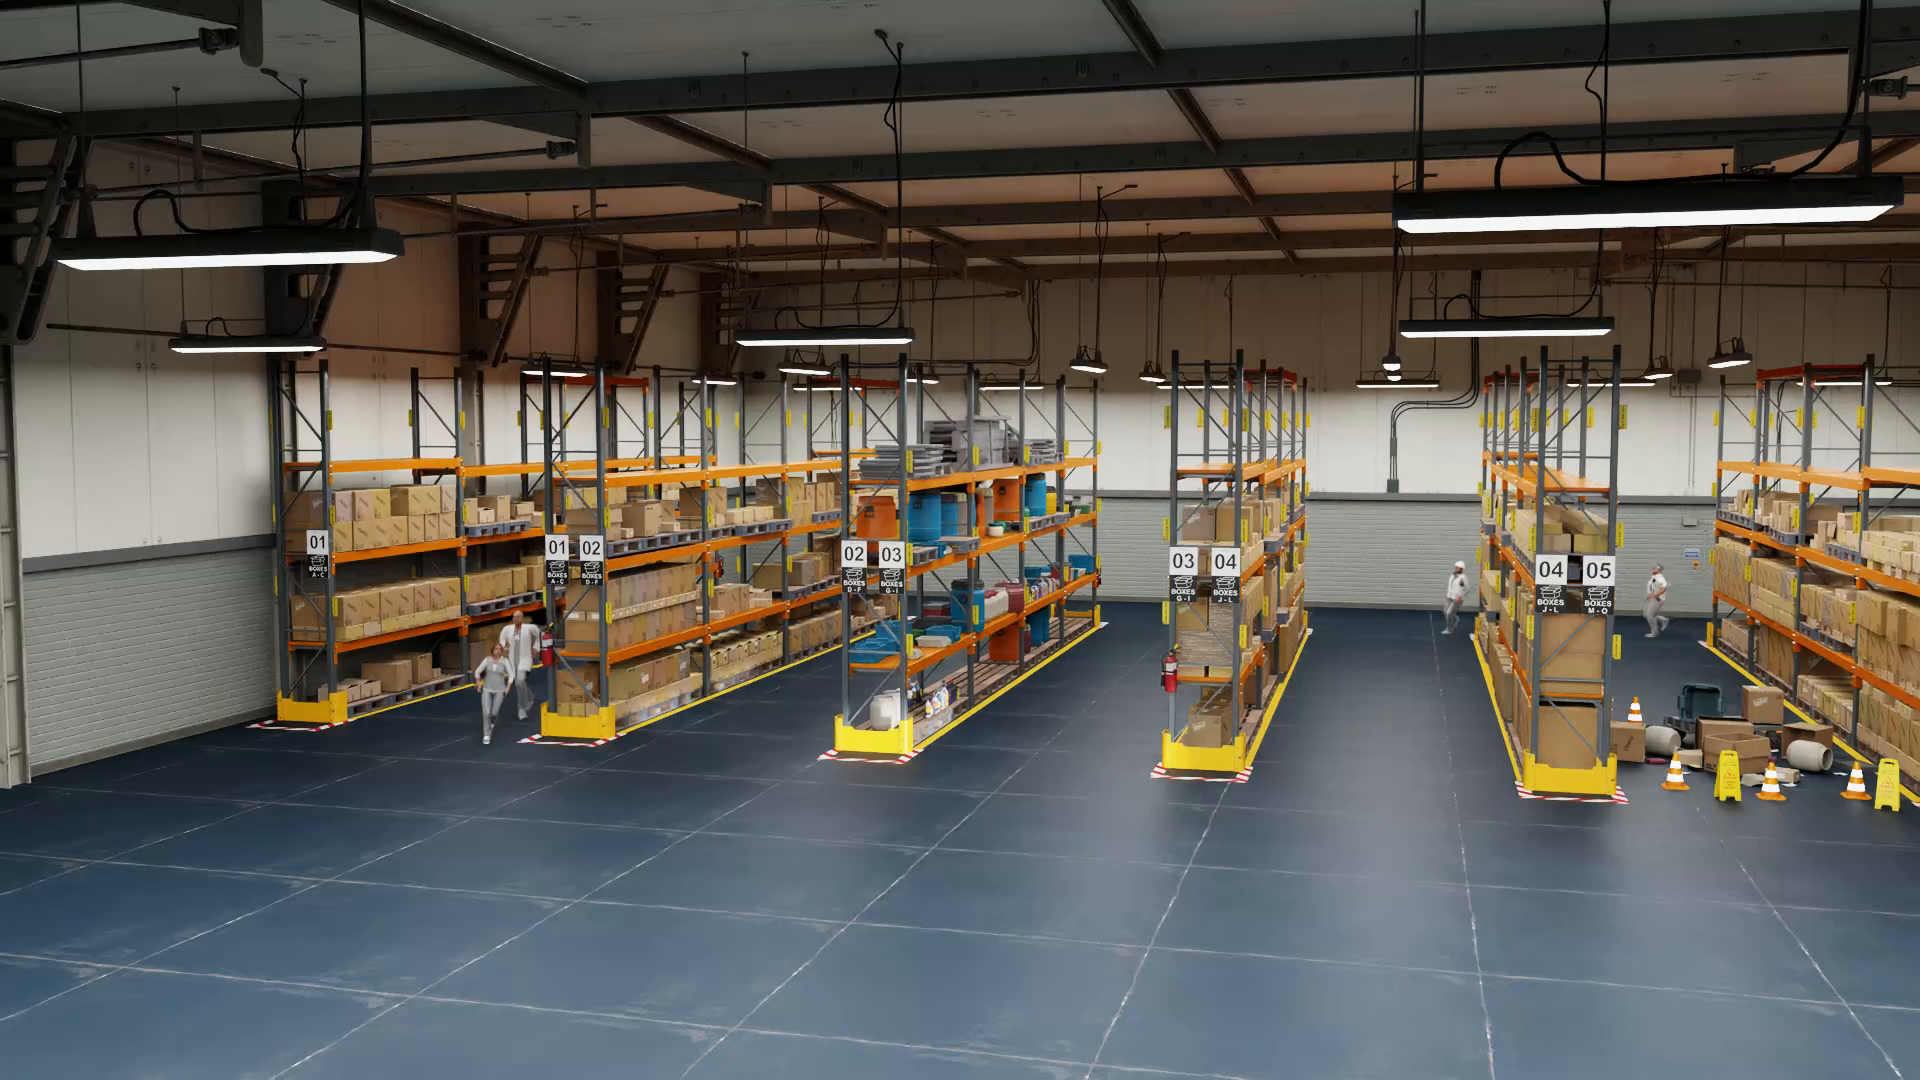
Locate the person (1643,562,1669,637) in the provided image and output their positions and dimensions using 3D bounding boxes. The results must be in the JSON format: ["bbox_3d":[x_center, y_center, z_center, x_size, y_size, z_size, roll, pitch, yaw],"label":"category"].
[{"bbox_3d":[16.135,1.381,38.460,0.602,1.749,0.673,0,4,7],"label":"person"}]

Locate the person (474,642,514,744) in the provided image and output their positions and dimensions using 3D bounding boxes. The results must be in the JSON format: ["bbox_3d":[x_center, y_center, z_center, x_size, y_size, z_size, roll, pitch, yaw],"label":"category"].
[{"bbox_3d":[-7.278,2.373,25.989,0.598,1.560,0.510,-1,4,-13],"label":"person"}]

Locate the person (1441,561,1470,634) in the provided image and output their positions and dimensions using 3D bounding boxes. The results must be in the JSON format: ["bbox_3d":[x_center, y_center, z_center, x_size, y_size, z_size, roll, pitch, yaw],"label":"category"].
[{"bbox_3d":[11.647,1.349,38.891,0.615,1.722,0.723,-2,5,-28],"label":"person"}]

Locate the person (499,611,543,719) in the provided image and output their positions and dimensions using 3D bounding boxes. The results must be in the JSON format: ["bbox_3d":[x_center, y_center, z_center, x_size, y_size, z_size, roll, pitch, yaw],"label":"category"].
[{"bbox_3d":[-7.460,2.104,28.242,0.681,1.836,0.896,1,4,9],"label":"person"}]
